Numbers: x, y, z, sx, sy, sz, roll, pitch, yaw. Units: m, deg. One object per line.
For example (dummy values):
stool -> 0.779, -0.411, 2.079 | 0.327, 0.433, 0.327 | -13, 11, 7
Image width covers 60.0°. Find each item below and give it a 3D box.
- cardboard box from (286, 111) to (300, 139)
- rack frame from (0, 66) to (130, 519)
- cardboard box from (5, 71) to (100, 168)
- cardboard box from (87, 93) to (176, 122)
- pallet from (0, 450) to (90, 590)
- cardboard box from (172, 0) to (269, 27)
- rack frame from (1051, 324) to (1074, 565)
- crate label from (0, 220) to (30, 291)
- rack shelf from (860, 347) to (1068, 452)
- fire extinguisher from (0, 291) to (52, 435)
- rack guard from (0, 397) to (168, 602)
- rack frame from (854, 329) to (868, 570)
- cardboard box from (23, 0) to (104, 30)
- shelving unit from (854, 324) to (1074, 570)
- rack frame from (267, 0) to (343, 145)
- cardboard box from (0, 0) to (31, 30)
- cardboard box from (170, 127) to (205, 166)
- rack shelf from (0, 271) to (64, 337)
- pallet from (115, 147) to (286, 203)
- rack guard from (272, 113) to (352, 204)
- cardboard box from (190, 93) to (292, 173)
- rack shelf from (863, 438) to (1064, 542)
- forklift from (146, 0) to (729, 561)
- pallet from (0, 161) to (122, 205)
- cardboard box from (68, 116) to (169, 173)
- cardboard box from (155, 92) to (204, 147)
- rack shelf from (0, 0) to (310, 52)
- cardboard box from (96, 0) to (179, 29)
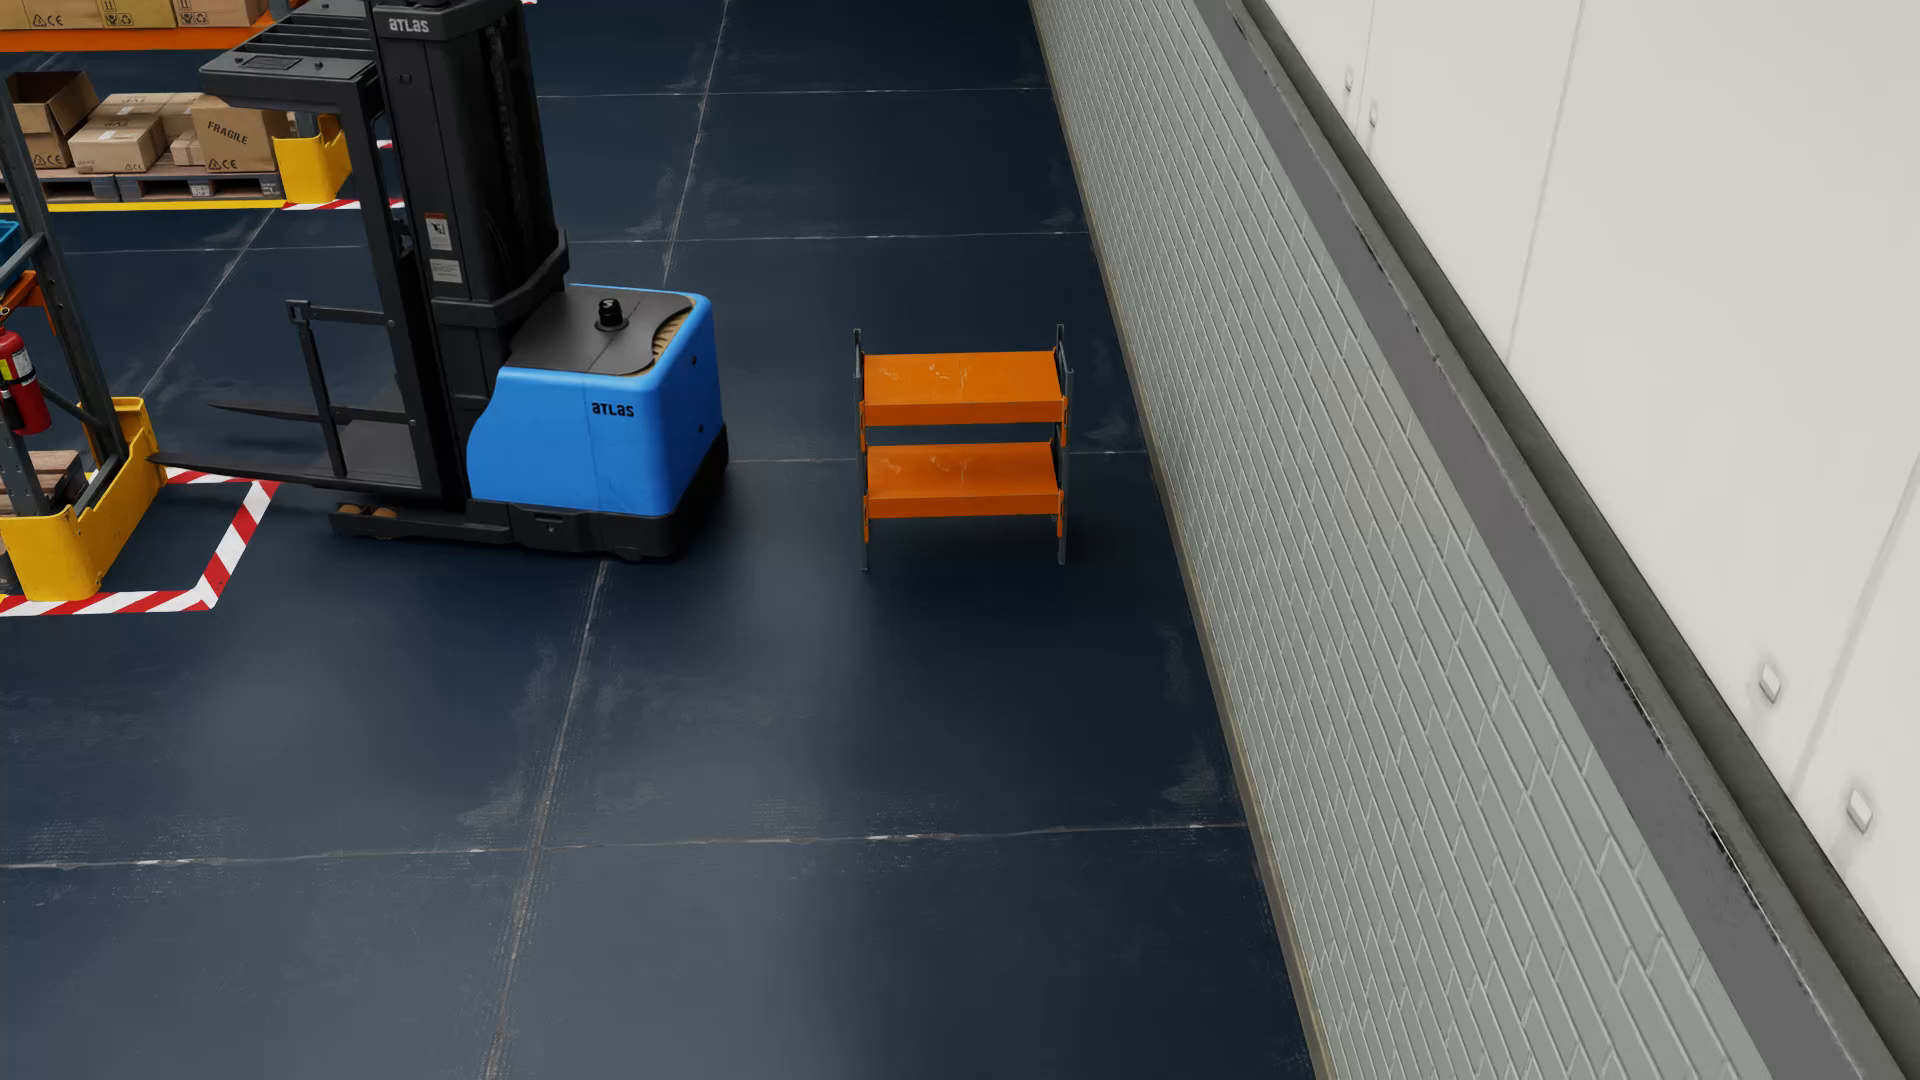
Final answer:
cardboard box -> -5.228, -3.260, 12.943 | 0.250, 0.149, 0.380 | -2, 35, -2
rack frame -> -4.563, -1.252, 7.923 | 0.127, 3.000, 1.000 | -2, 35, -2
cardboard box -> -6.913, -3.167, 12.498 | 0.637, 0.503, 0.797 | -2, 35, -2
cardboard box -> -6.349, -3.237, 12.821 | 0.500, 0.250, 0.500 | -2, 35, -2
pallet -> -5.389, -0.105, 8.716 | 1.213, 0.211, 1.003 | -2, 35, -2
cardboard box -> -5.228, -3.942, 11.722 | 0.500, 0.500, 0.500 | -1, 35, -1
rack frame -> 0.515, -0.476, 8.450 | 0.032, 1.125, 0.500 | -2, 35, -2
crate label -> -4.825, -1.388, 8.214 | 0.303, 0.233, 0.416 | -2, 35, -2
rack shelf -> 0.007, -0.703, 8.264 | 1.000, 0.278, 0.538 | -2, 35, -2
fire extinguisher -> -4.391, -0.812, 7.683 | 0.183, 0.674, 0.296 | -2, 35, -2
rack guard -> -4.540, -0.232, 8.646 | 0.348, 0.500, 1.175 | -2, 35, -2
rack frame -> -0.501, -0.449, 8.410 | 0.032, 1.125, 0.500 | -2, 35, -2
cardboard box -> -6.245, -3.915, 11.684 | 0.500, 0.500, 0.500 | -1, 35, -2
shelving unit -> 0.007, -0.463, 8.430 | 1.048, 1.125, 0.538 | -2, 35, -2
rack frame -> -4.794, -4.067, 11.991 | 0.127, 3.000, 1.000 | -2, 35, -2
cardboard box -> -6.748, -3.902, 11.664 | 0.500, 0.500, 0.500 | -2, 35, -3
cardboard box -> -5.734, -2.969, 12.507 | 0.250, 0.166, 0.380 | -2, 35, -2
rack shelf -> -6.561, -0.902, 8.049 | 4.000, 0.370, 1.077 | -2, 35, -2
pallet -> -5.666, -2.896, 12.750 | 1.213, 0.211, 1.003 | -2, 35, -2
rack guard -> -4.870, -3.037, 12.700 | 0.348, 0.500, 1.175 | -2, 35, -2
cardboard box -> -5.325, -3.066, 12.354 | 0.500, 0.500, 0.500 | -2, 35, -2
rack shelf -> 0.007, -0.262, 8.569 | 1.000, 0.278, 0.538 | -2, 35, -2
forklift -> -2.852, -1.494, 8.333 | 3.031, 2.935, 1.130 | 6, 35, 8
pallet -> -6.882, -2.865, 12.705 | 1.213, 0.211, 1.003 | -2, 35, -2
cardboard box -> -6.276, -2.954, 12.413 | 0.500, 0.250, 0.500 | -2, 35, -2
cardboard box -> -5.850, -3.251, 12.841 | 0.500, 0.250, 0.500 | -2, 35, -2
rack shelf -> -6.792, -3.718, 12.118 | 4.000, 0.370, 1.077 | -2, 35, -2
cardboard box -> -5.746, -3.926, 11.699 | 0.500, 0.500, 0.500 | -1, 35, -2
